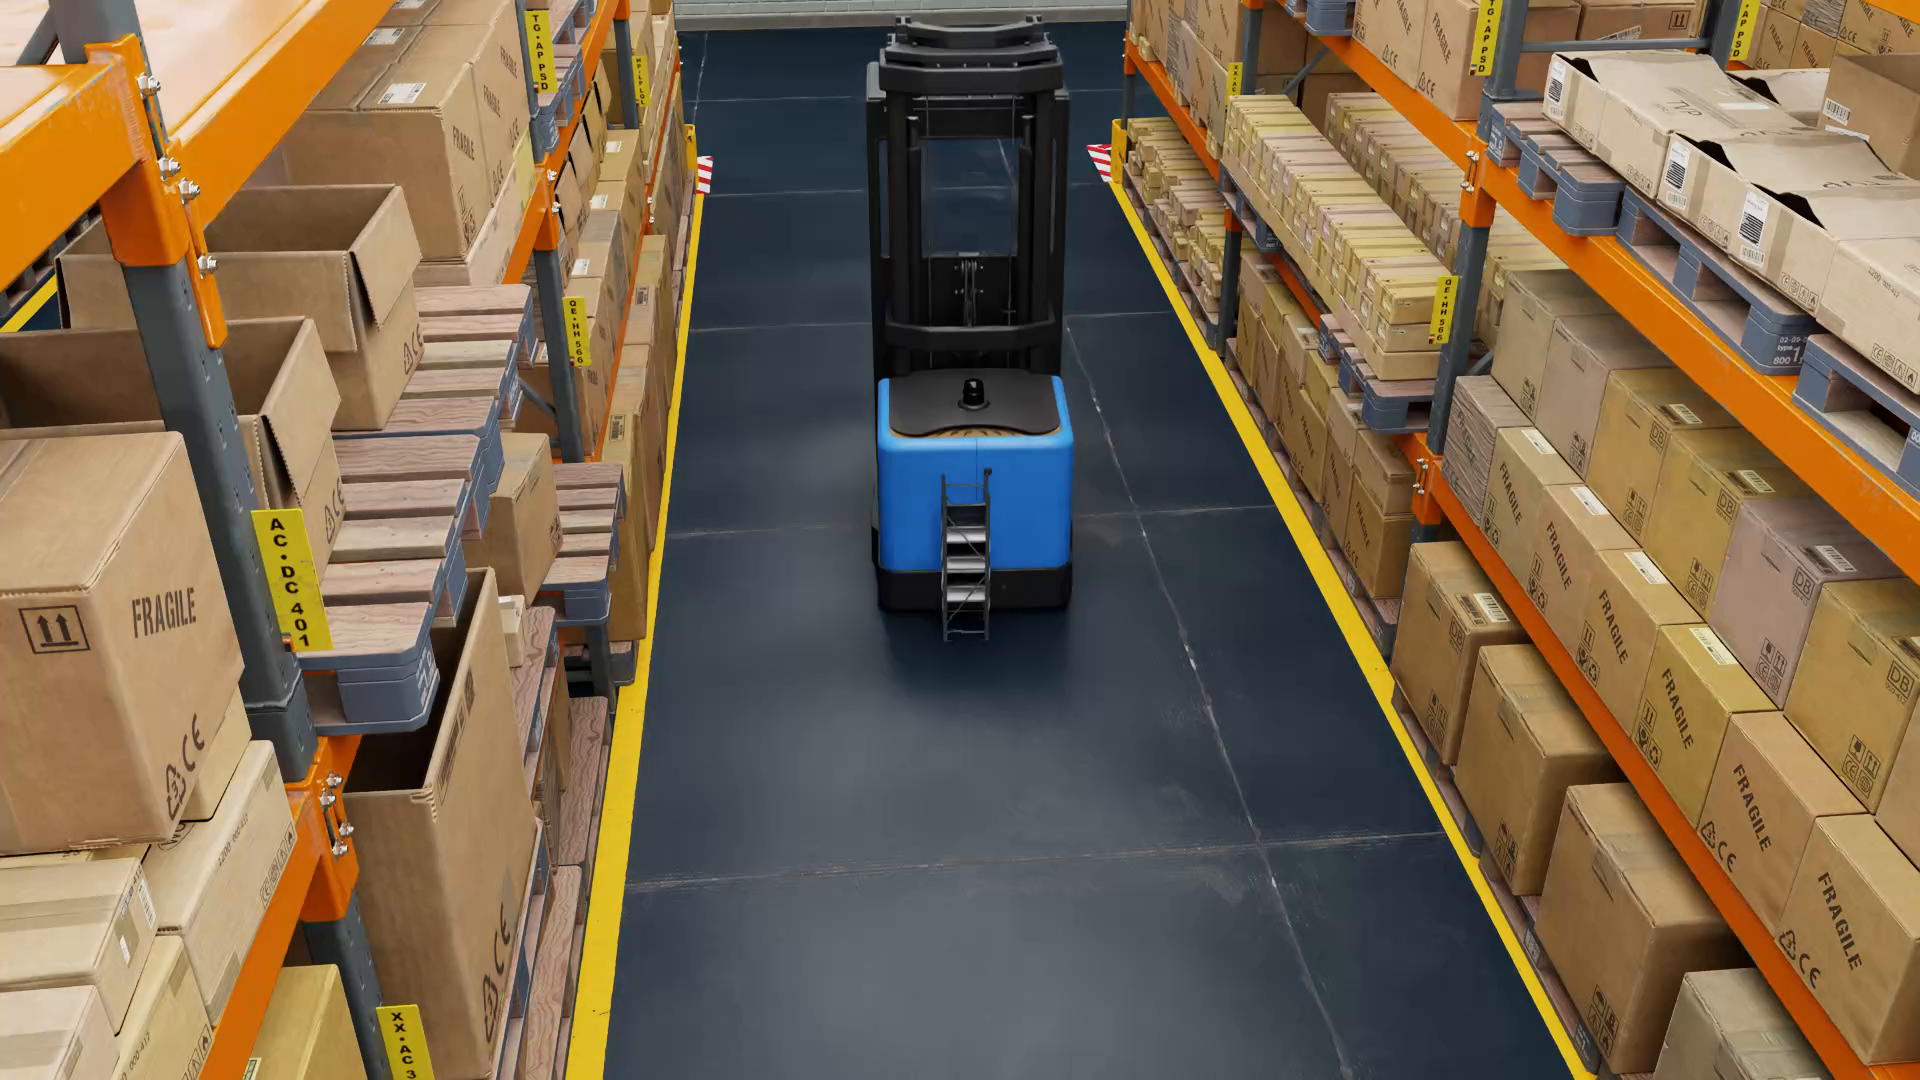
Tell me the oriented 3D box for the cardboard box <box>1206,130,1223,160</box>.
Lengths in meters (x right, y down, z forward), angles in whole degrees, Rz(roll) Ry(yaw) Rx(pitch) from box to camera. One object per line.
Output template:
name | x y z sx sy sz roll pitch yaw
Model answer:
cardboard box | 1.959 -2.801 11.759 0.380 0.149 0.250 -4 31 -6

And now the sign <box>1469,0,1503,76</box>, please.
sign | 2.185 -2.090 6.895 0.100 0.325 0.005 -3 31 -5

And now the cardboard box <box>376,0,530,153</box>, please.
cardboard box | -1.929 -1.733 6.217 0.500 0.500 0.500 -2 31 -3

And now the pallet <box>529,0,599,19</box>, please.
pallet | -2.461 -3.201 9.447 0.805 0.209 1.217 -4 31 -7

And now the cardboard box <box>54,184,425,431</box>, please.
cardboard box | -1.883 -0.615 4.420 0.797 0.503 0.637 -2 31 -3

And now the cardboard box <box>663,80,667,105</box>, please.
cardboard box | -2.466 -3.449 12.845 0.380 0.149 0.250 -2 31 -4

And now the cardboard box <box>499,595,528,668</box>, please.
cardboard box | -1.798 0.296 6.051 0.396 0.266 0.258 -4 31 -6

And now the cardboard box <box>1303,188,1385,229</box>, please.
cardboard box | 2.104 -1.822 9.131 0.380 0.149 0.250 -1 31 -2

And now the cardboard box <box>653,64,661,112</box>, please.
cardboard box | -2.475 -3.296 12.199 0.500 0.250 0.500 -2 31 -3

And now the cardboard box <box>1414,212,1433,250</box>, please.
cardboard box | 2.758 -1.719 9.249 0.380 0.149 0.250 -3 31 -5

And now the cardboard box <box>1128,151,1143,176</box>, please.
cardboard box | 1.708 -3.363 14.827 0.380 0.149 0.250 -2 31 -4

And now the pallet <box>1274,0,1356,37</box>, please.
pallet | 2.403 -3.005 9.114 1.213 0.211 1.003 -3 31 -5

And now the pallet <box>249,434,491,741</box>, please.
pallet | -1.800 0.095 3.924 1.213 0.211 1.003 -3 31 -5

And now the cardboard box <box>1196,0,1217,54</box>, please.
cardboard box | 1.985 -3.738 11.721 0.500 0.500 0.500 -4 31 -6

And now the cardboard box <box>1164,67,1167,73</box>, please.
cardboard box | 1.880 -3.868 13.545 0.380 0.149 0.250 -3 31 -5

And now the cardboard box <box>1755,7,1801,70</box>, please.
cardboard box | 6.824 -3.990 13.408 0.500 0.500 0.500 -2 31 -3

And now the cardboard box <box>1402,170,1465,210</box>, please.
cardboard box | 2.731 -1.977 9.390 0.380 0.149 0.250 -3 31 -5

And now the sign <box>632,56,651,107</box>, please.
sign | -2.057 -2.956 10.722 0.100 0.325 0.005 -3 31 -5

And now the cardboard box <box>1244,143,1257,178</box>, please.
cardboard box | 1.981 -2.361 10.323 0.380 0.149 0.250 -2 31 -3

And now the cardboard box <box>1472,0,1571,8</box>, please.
cardboard box | 2.429 -2.459 7.173 0.396 0.266 0.258 -3 31 -5

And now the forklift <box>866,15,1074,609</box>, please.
forklift | 0.031 -1.605 9.579 1.130 2.935 3.031 -1 31 -2

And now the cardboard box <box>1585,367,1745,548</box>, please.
cardboard box | 2.856 -0.328 6.302 0.700 0.500 0.500 -3 31 -5

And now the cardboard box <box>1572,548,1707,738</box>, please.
cardboard box | 2.640 0.365 6.116 0.500 0.500 0.500 -3 31 -5

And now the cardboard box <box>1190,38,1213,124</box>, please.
cardboard box | 1.978 -3.317 11.991 0.500 0.500 0.500 -4 31 -6

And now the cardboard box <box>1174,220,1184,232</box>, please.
cardboard box | 1.921 -2.453 13.302 0.380 0.149 0.250 -2 31 -4

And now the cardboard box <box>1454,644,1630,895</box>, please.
cardboard box | 2.778 0.942 7.033 1.050 0.750 0.750 -2 31 -4

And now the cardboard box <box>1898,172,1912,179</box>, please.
cardboard box | 3.135 -0.982 5.168 0.396 0.266 0.258 -3 31 -5

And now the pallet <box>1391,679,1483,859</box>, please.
pallet | 2.724 0.998 7.874 1.003 0.211 1.213 -3 31 -5

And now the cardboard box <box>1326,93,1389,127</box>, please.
cardboard box | 2.583 -2.780 10.735 0.380 0.149 0.250 -1 31 -2

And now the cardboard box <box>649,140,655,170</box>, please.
cardboard box | -2.317 -2.655 11.515 0.380 0.149 0.250 -4 31 -6

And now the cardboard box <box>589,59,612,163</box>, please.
cardboard box | -2.528 -2.609 10.118 0.797 0.503 0.637 -4 31 -6

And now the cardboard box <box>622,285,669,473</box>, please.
cardboard box | -2.432 -0.948 10.075 1.225 0.875 0.875 -4 31 -6

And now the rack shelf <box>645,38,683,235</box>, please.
rack shelf | -2.783 -3.174 12.840 1.077 0.370 4.000 -3 31 -5

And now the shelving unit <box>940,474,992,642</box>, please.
shelving unit | 0.028 0.101 8.703 0.258 0.900 0.210 -1 31 -2

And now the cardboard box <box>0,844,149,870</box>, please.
cardboard box | -1.597 0.521 2.785 0.380 0.149 0.250 -2 31 -4

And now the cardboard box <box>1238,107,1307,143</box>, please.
cardboard box | 1.963 -2.610 10.451 0.380 0.149 0.250 -2 31 -3

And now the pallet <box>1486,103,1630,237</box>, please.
pallet | 2.838 -1.486 6.572 1.213 0.211 1.003 -1 31 -2

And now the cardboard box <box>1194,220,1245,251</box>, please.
cardboard box | 1.965 -2.284 12.439 0.380 0.149 0.250 -3 31 -5

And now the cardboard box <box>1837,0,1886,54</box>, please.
cardboard box | 6.912 -3.896 12.275 0.500 0.500 0.500 -3 31 -5

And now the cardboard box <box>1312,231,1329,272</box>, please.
cardboard box | 2.128 -1.561 8.985 0.380 0.149 0.250 -3 31 -5

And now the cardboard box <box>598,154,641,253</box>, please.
cardboard box | -2.241 -2.026 10.120 0.500 0.500 0.500 -2 31 -3

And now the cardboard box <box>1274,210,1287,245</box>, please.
cardboard box | 2.058 -1.830 9.725 0.380 0.149 0.250 -3 31 -5

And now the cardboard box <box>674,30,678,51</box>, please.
cardboard box | -2.609 -4.230 14.152 0.380 0.149 0.250 -2 31 -4

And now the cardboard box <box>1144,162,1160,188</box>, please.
cardboard box | 1.767 -3.095 14.087 0.380 0.149 0.250 -2 31 -3

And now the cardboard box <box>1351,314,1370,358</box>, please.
cardboard box | 2.200 -1.035 8.393 0.380 0.149 0.250 -3 31 -5

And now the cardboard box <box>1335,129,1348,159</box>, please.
cardboard box | 2.611 -2.520 10.589 0.380 0.149 0.250 -3 31 -4

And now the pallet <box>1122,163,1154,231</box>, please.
pallet | 2.026 -3.037 14.630 1.003 0.211 1.213 -3 31 -5

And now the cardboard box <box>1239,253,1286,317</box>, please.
cardboard box | 2.158 -1.687 10.946 0.500 0.250 0.500 -4 31 -7

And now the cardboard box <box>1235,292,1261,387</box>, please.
cardboard box | 2.157 -1.365 11.138 0.500 0.500 0.500 -2 31 -3

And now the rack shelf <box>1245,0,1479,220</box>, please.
rack shelf | 2.538 -2.605 8.964 1.077 0.370 4.000 -3 31 -5

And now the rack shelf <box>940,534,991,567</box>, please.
rack shelf | 0.028 0.053 8.674 0.258 0.077 0.200 -1 31 -2

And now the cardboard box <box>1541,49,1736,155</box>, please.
cardboard box | 2.574 -1.698 6.323 0.500 0.311 0.500 -3 31 -5

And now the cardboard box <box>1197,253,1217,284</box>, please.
cardboard box | 1.968 -2.015 12.279 0.380 0.149 0.250 -4 31 -7

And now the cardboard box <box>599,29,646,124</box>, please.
cardboard box | -2.386 -3.104 11.146 0.500 0.500 0.500 -3 31 -5

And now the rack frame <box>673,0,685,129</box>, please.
rack frame | -2.970 -4.504 14.366 1.000 3.000 0.127 -3 31 -5

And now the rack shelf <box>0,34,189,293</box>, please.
rack shelf | -1.662 0.379 1.046 1.077 0.370 4.000 -3 31 -5

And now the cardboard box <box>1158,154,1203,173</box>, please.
cardboard box | 1.852 -3.083 13.778 0.380 0.149 0.250 -2 31 -3
